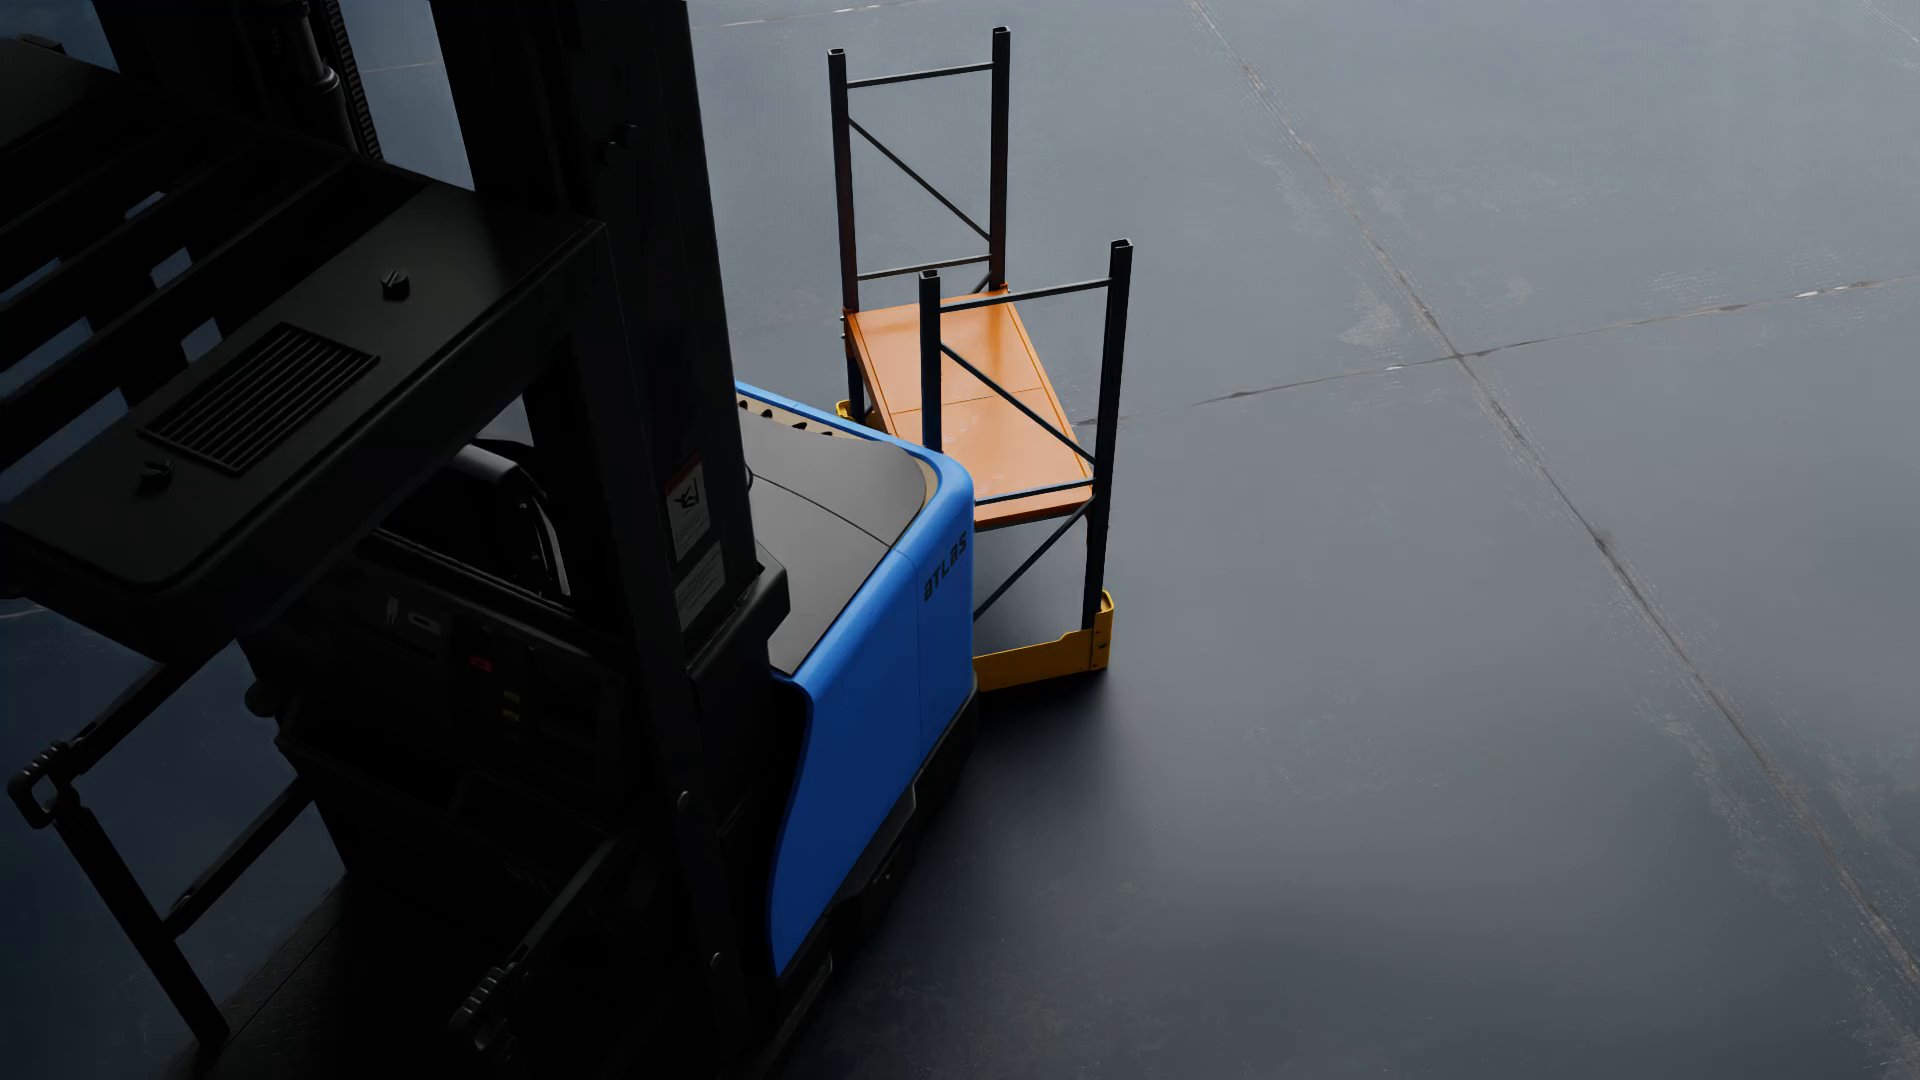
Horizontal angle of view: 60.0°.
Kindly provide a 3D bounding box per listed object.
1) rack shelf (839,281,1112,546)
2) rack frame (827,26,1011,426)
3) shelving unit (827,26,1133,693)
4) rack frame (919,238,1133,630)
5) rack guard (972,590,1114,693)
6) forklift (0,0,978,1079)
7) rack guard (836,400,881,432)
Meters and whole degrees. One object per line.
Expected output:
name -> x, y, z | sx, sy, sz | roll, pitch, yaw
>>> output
rack shelf -> 0.022, -0.340, 4.785 | 0.538, 0.185, 1.000 | -11, 47, -10
rack frame -> -0.108, -0.817, 5.001 | 0.500, 1.500, 0.032 | -11, 47, -10
shelving unit -> 0.020, -0.472, 4.663 | 0.587, 1.500, 1.083 | -11, 47, -10
rack frame -> 0.152, -0.115, 4.313 | 0.500, 1.500, 0.032 | -11, 47, -10
rack guard -> 0.147, 0.309, 4.772 | 0.587, 0.250, 0.087 | -11, 47, -10
forklift -> -1.084, 0.319, 2.885 | 1.130, 2.935, 3.031 | 21, 49, 19
rack guard -> -0.108, -0.379, 5.446 | 0.587, 0.250, 0.087 | -11, 47, -10
